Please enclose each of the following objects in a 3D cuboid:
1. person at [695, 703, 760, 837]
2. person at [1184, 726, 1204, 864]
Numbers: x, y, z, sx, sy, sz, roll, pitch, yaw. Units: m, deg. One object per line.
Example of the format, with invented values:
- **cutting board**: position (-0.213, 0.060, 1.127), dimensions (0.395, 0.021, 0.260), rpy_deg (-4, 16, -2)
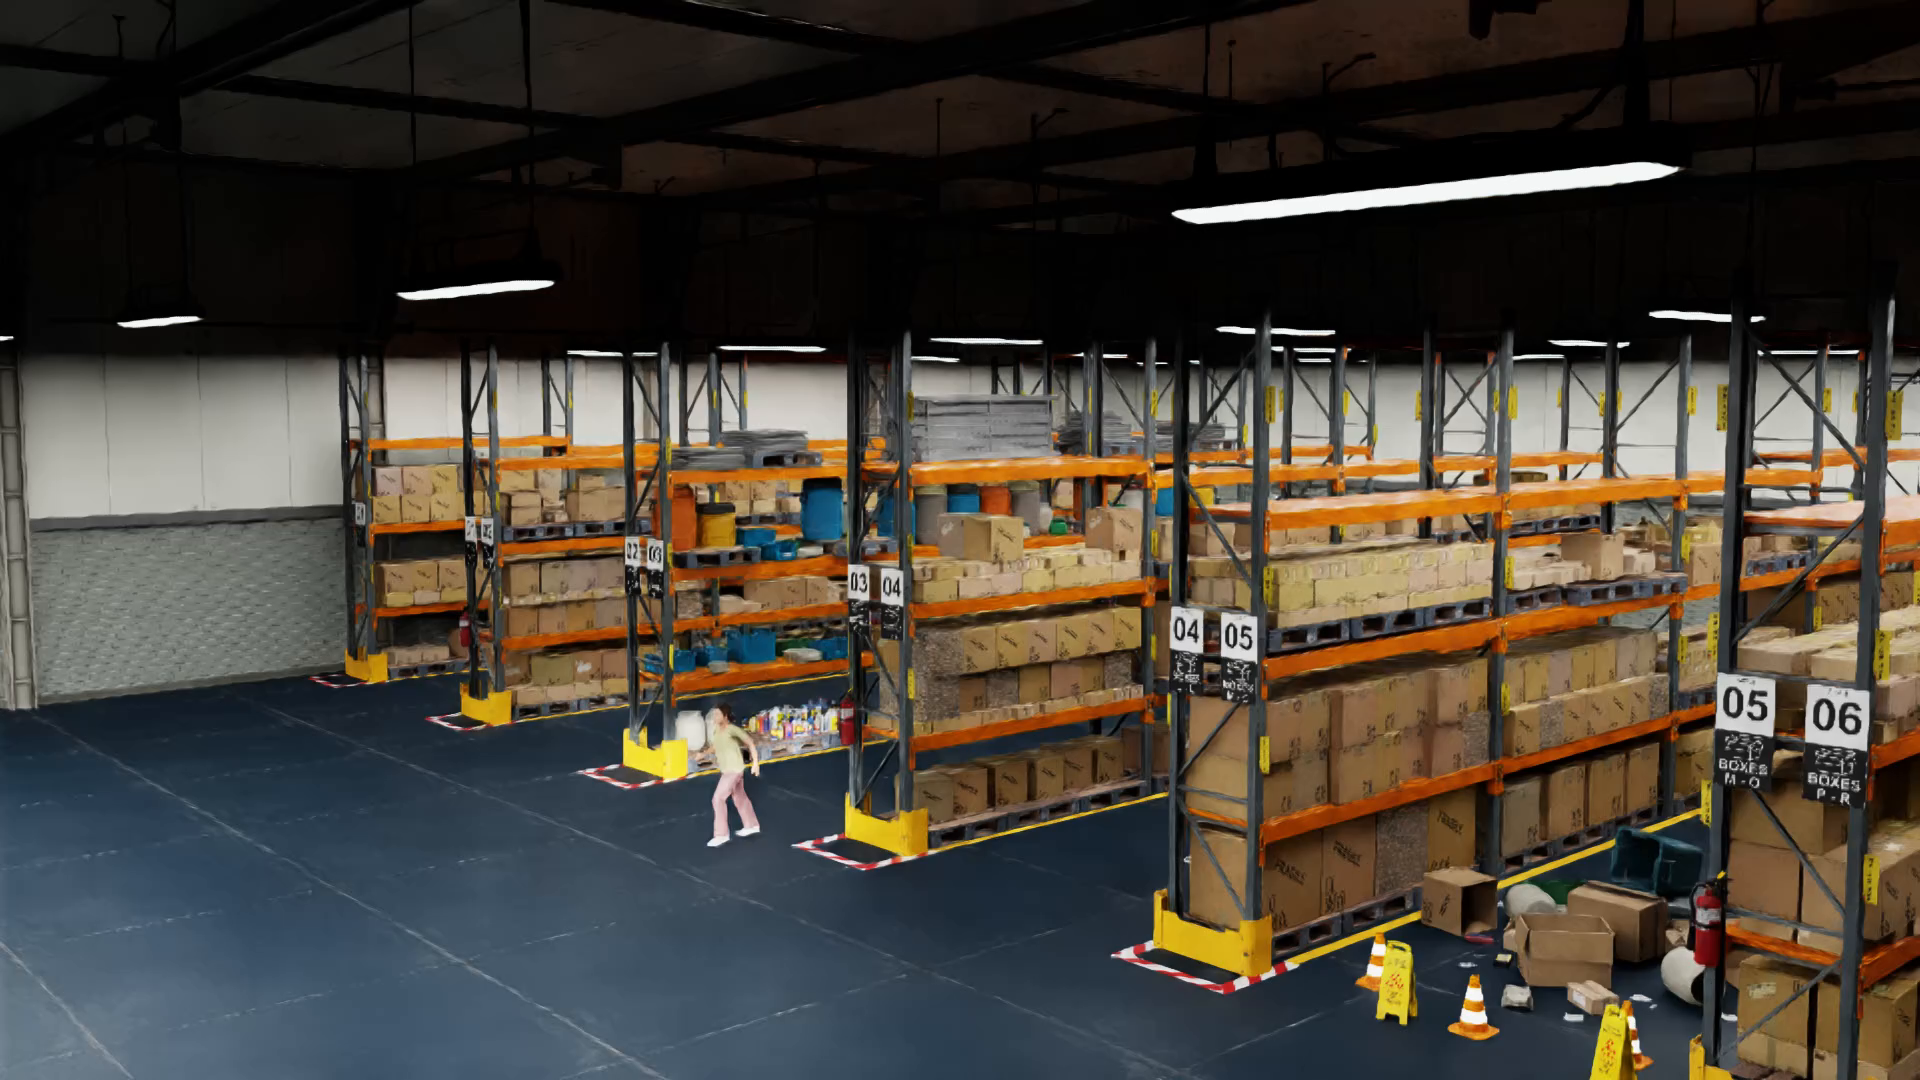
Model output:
- **person**: position (-2.632, 2.623, 19.135), dimensions (0.799, 1.543, 0.603), rpy_deg (-4, 6, -36)
- **person**: position (2.651, 2.755, 18.366), dimensions (0.440, 1.501, 1.012), rpy_deg (4, 7, 38)
